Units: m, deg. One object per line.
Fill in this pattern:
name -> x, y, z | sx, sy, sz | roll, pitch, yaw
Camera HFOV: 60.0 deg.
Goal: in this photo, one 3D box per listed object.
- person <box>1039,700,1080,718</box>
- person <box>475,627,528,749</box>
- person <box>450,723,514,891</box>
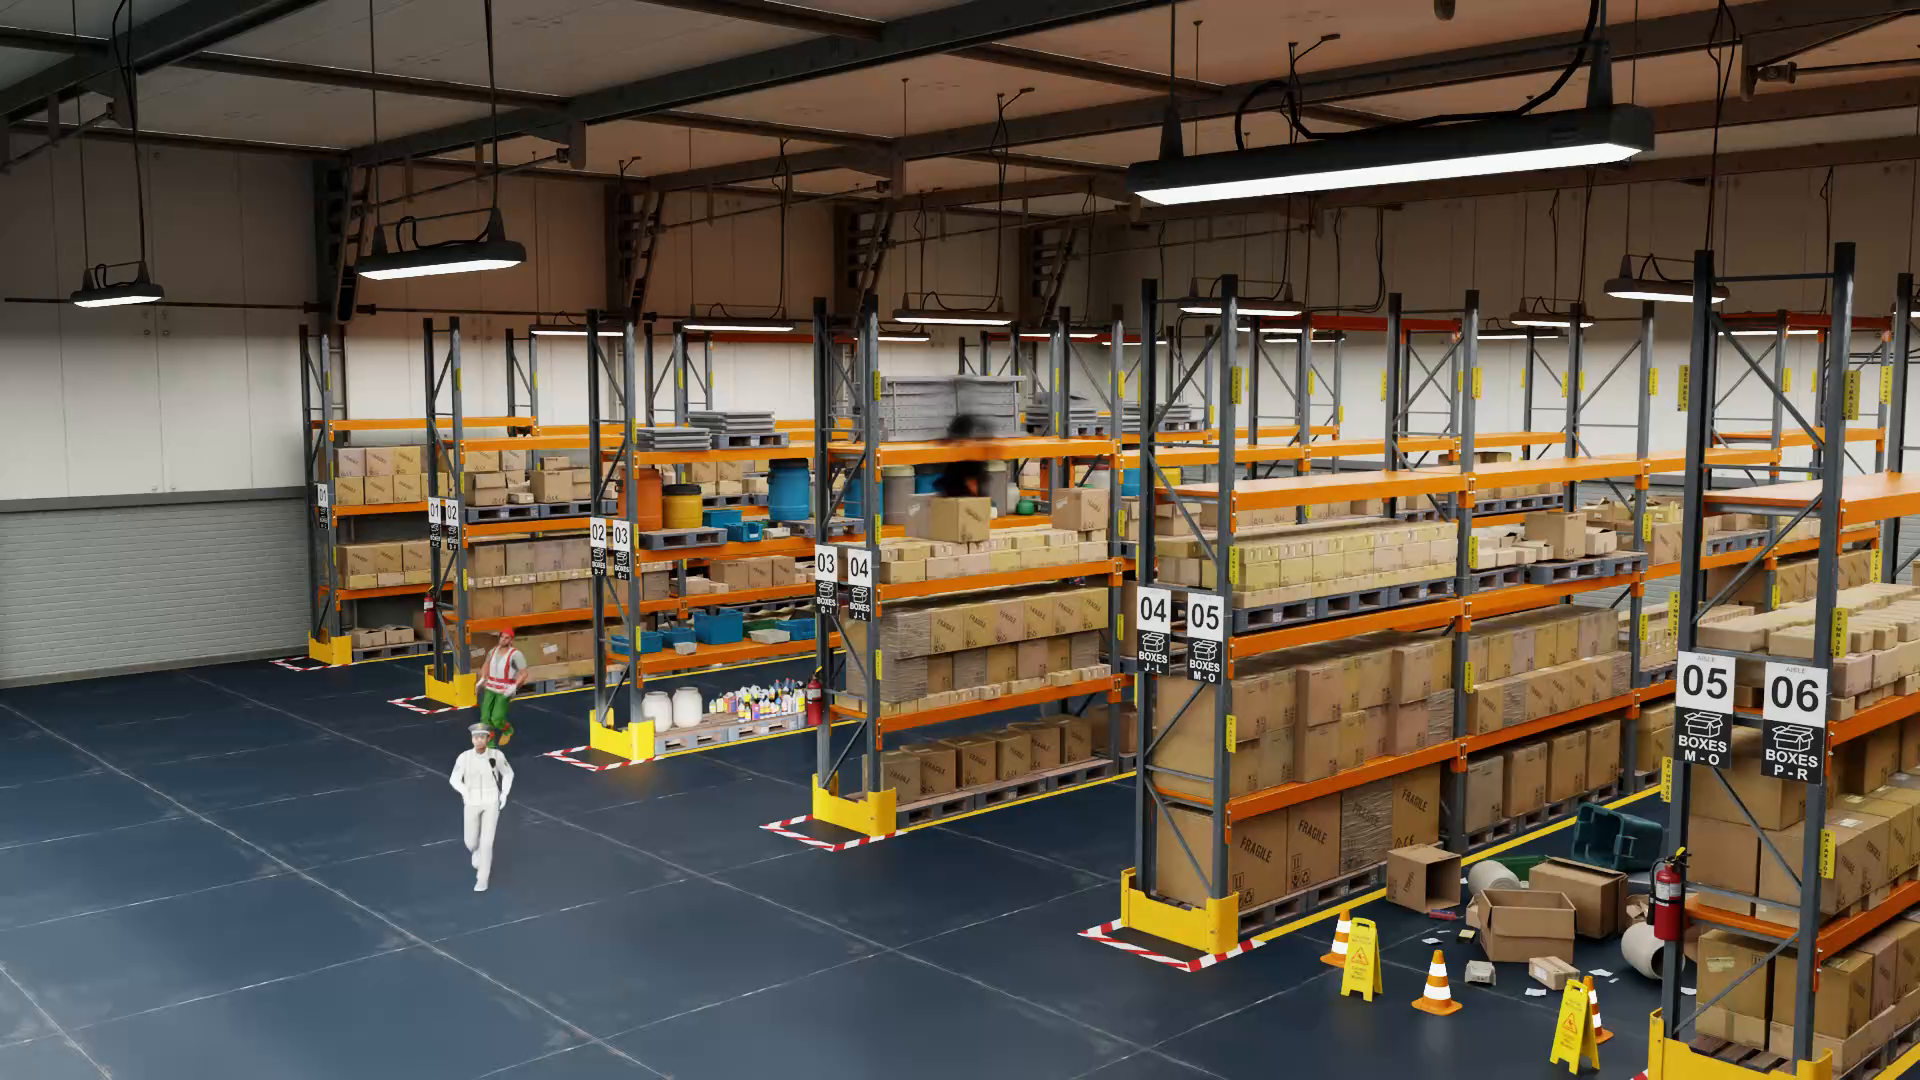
person -> 1.365, 1.964, 23.573 | 0.738, 1.730, 0.588 | -5, 8, -40
person -> -6.197, 2.047, 22.441 | 0.718, 1.745, 0.639 | 2, 6, 19
person -> -4.814, 2.648, 16.773 | 0.619, 1.657, 0.684 | -1, 6, -12
